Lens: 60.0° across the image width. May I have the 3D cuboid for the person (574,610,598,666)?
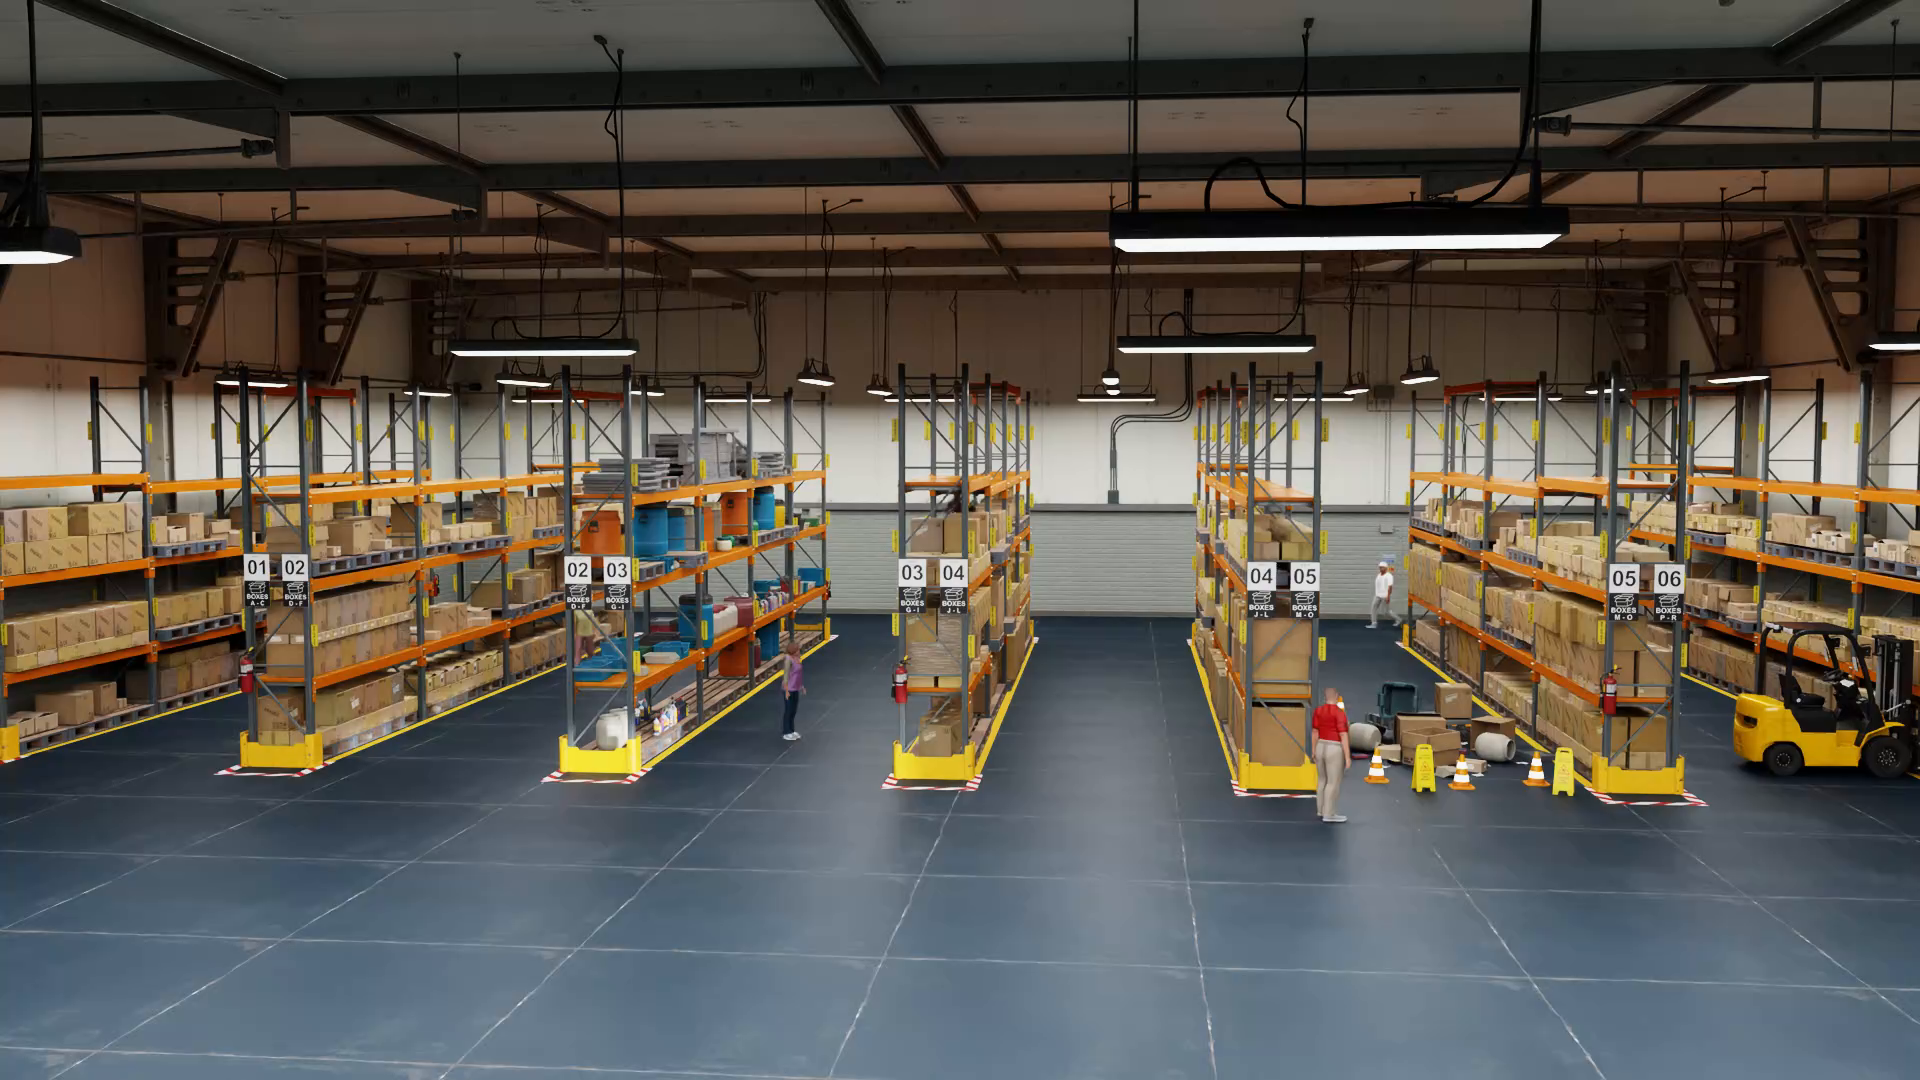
[{"bbox_3d":[-7.772,1.968,34.420,0.583,1.612,1.038,0,4,4],"label":"person"}]

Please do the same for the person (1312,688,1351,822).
[{"bbox_3d":[4.847,2.777,21.484,0.476,1.758,0.596,-2,4,-33],"label":"person"}]

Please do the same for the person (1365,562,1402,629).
[{"bbox_3d":[10.812,1.414,42.458,0.940,1.721,0.664,-1,4,-19],"label":"person"}]

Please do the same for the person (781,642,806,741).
[{"bbox_3d":[-2.743,2.463,27.152,0.358,1.611,0.444,1,4,19],"label":"person"}]
